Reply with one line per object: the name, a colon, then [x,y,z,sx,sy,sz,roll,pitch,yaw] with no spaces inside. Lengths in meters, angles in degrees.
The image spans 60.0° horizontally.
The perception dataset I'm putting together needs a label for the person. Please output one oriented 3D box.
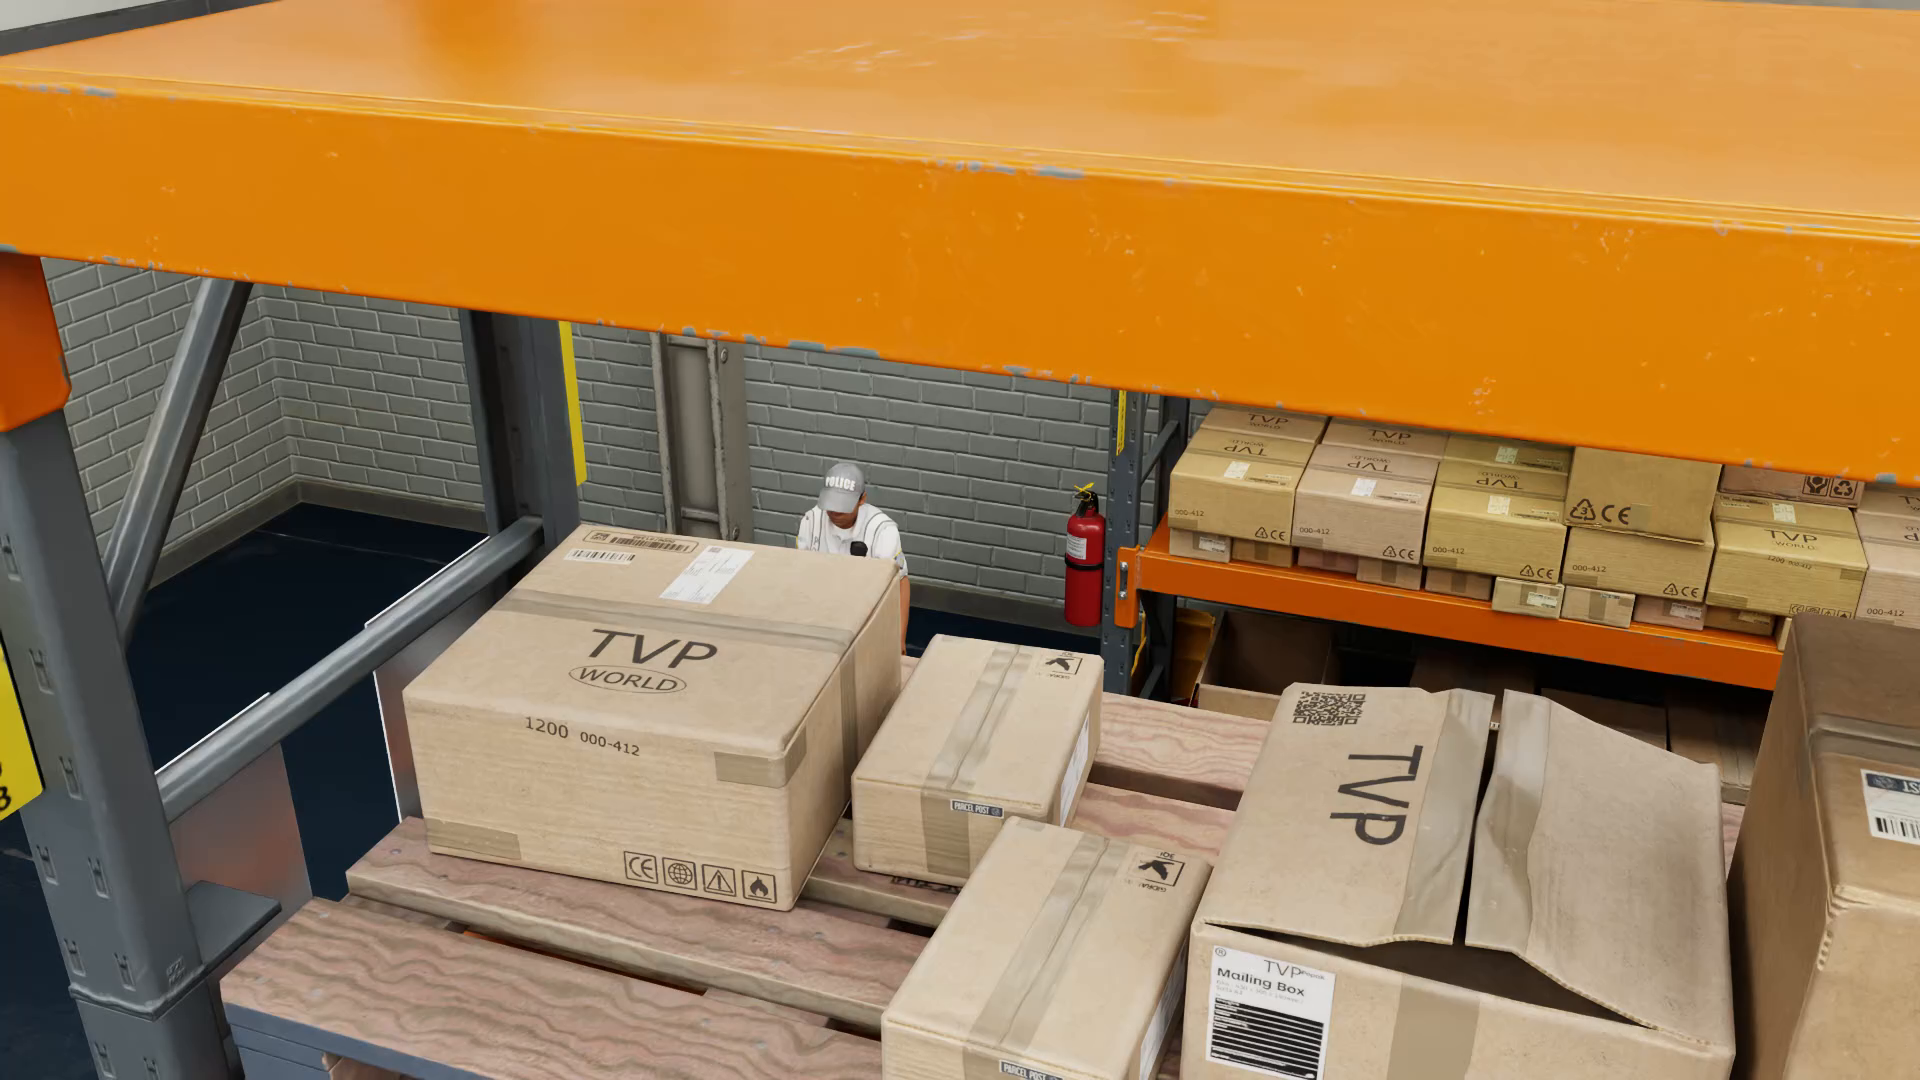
person: [-0.502,0.413,7.252,0.564,1.667,0.452,7,27,15]
